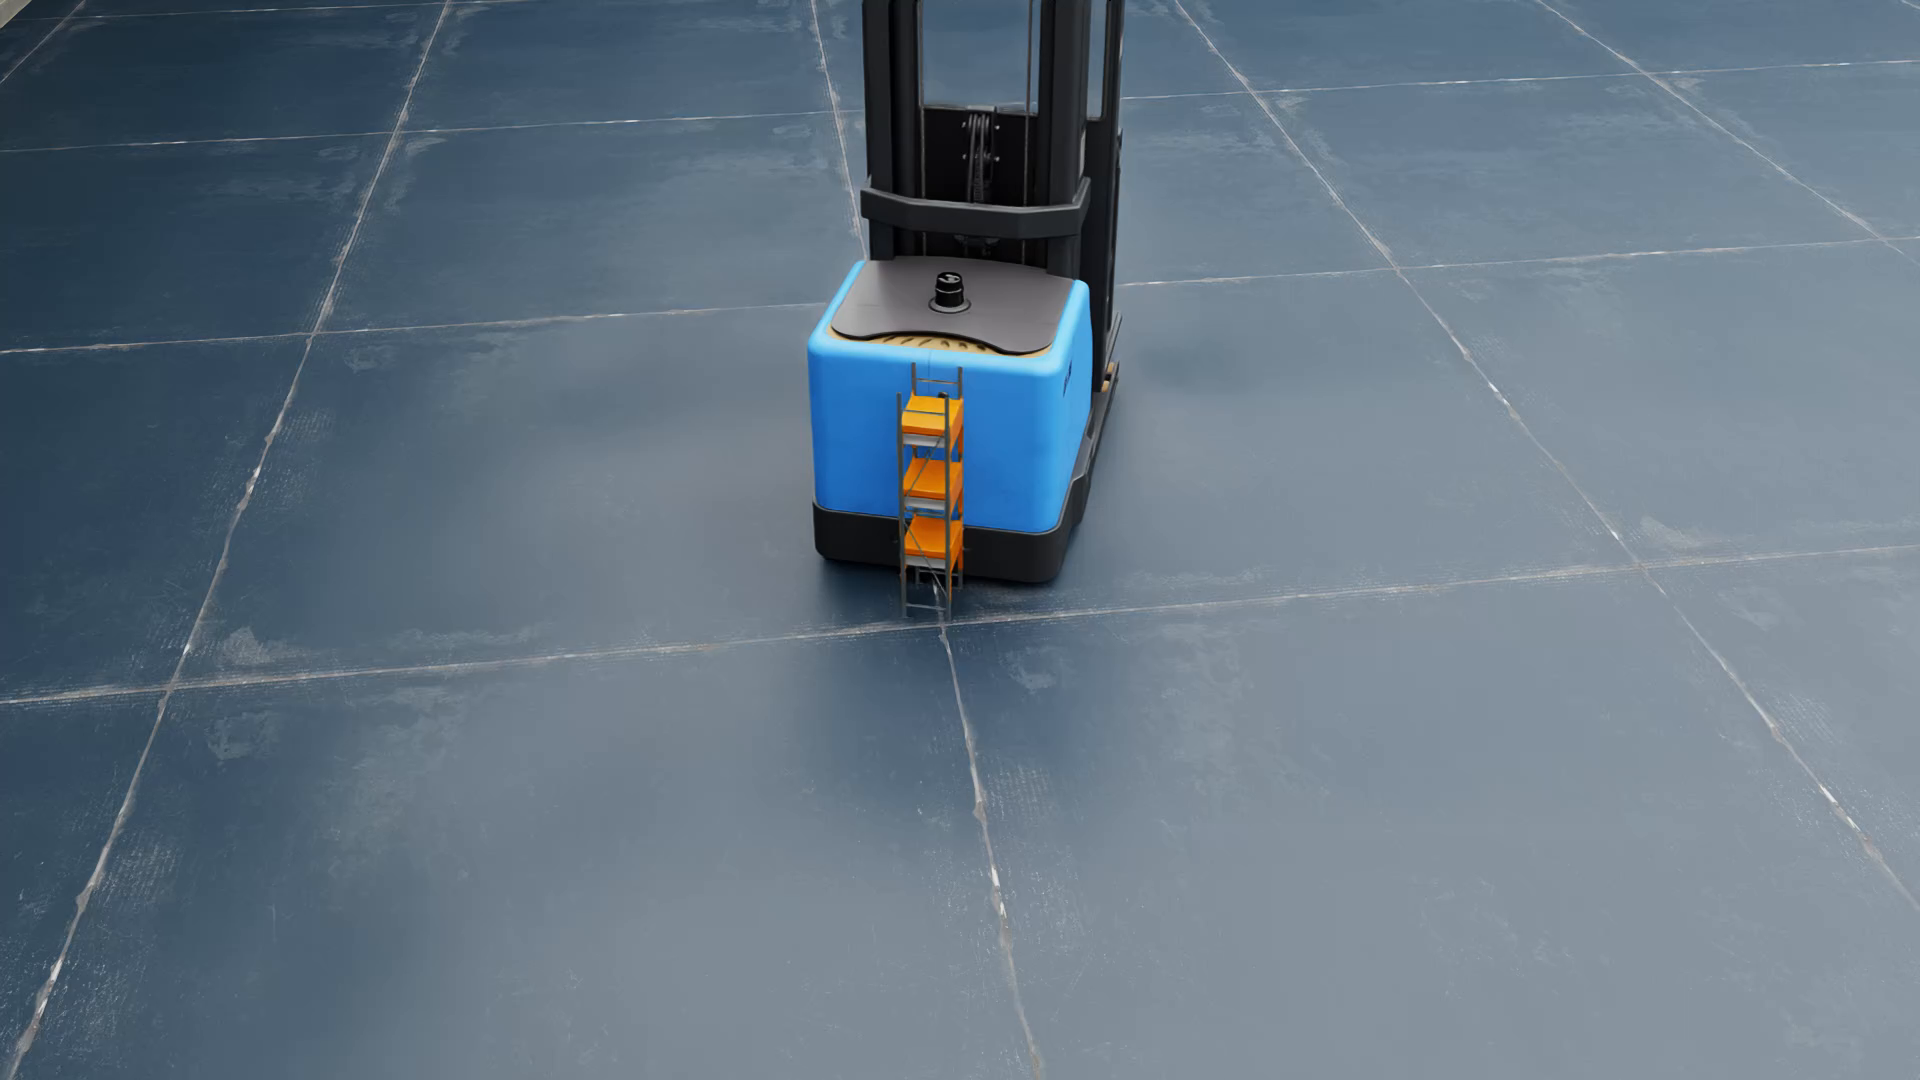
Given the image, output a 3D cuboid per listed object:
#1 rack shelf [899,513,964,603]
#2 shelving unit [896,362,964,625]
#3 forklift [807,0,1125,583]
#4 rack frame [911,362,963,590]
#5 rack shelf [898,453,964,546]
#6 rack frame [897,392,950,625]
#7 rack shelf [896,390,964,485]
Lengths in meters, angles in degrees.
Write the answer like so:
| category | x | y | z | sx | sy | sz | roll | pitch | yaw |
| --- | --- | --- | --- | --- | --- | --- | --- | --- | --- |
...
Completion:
| category | x | y | z | sx | sy | sz | roll | pitch | yaw |
| --- | --- | --- | --- | --- | --- | --- | --- | --- | --- |
| rack shelf | -0.113 | 0.068 | 6.730 | 0.215 | 0.259 | 0.240 | 7 | 35 | 10 |
| shelving unit | -0.113 | -0.170 | 6.567 | 0.215 | 1.050 | 0.252 | 7 | 35 | 10 |
| forklift | 0.183 | -1.859 | 7.375 | 1.130 | 2.935 | 3.031 | 7 | 35 | 10 |
| rack frame | -0.088 | -0.237 | 6.666 | 0.200 | 1.050 | 0.008 | 7 | 35 | 10 |
| rack shelf | -0.113 | -0.161 | 6.573 | 0.215 | 0.259 | 0.240 | 7 | 35 | 10 |
| rack frame | -0.138 | -0.103 | 6.469 | 0.200 | 1.050 | 0.008 | 7 | 35 | 10 |
| rack shelf | -0.113 | -0.396 | 6.414 | 0.215 | 0.259 | 0.240 | 7 | 35 | 10 |
